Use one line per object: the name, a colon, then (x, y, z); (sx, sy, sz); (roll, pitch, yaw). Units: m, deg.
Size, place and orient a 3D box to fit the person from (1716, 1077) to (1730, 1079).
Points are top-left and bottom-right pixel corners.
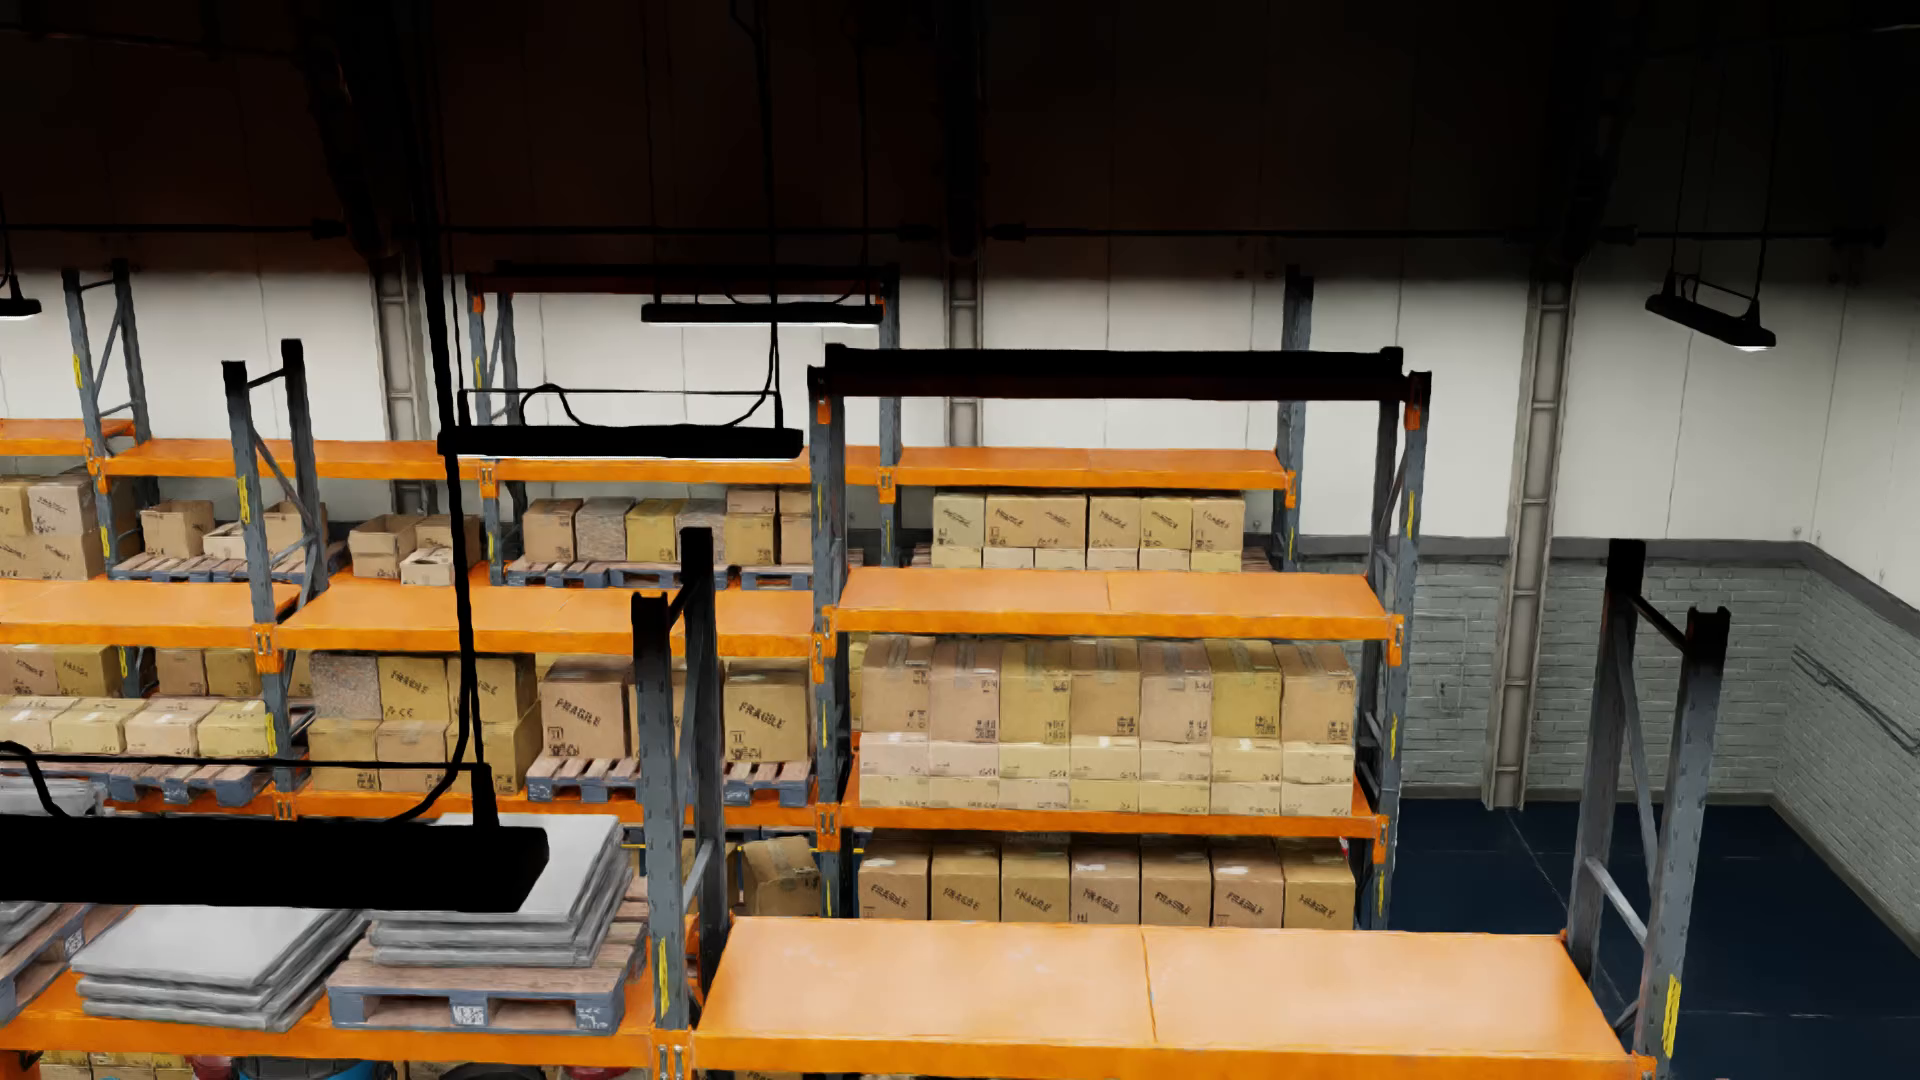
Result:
person: (4.866, 4.248, 10.777); (0.576, 1.780, 0.536); (11, 20, 34)
